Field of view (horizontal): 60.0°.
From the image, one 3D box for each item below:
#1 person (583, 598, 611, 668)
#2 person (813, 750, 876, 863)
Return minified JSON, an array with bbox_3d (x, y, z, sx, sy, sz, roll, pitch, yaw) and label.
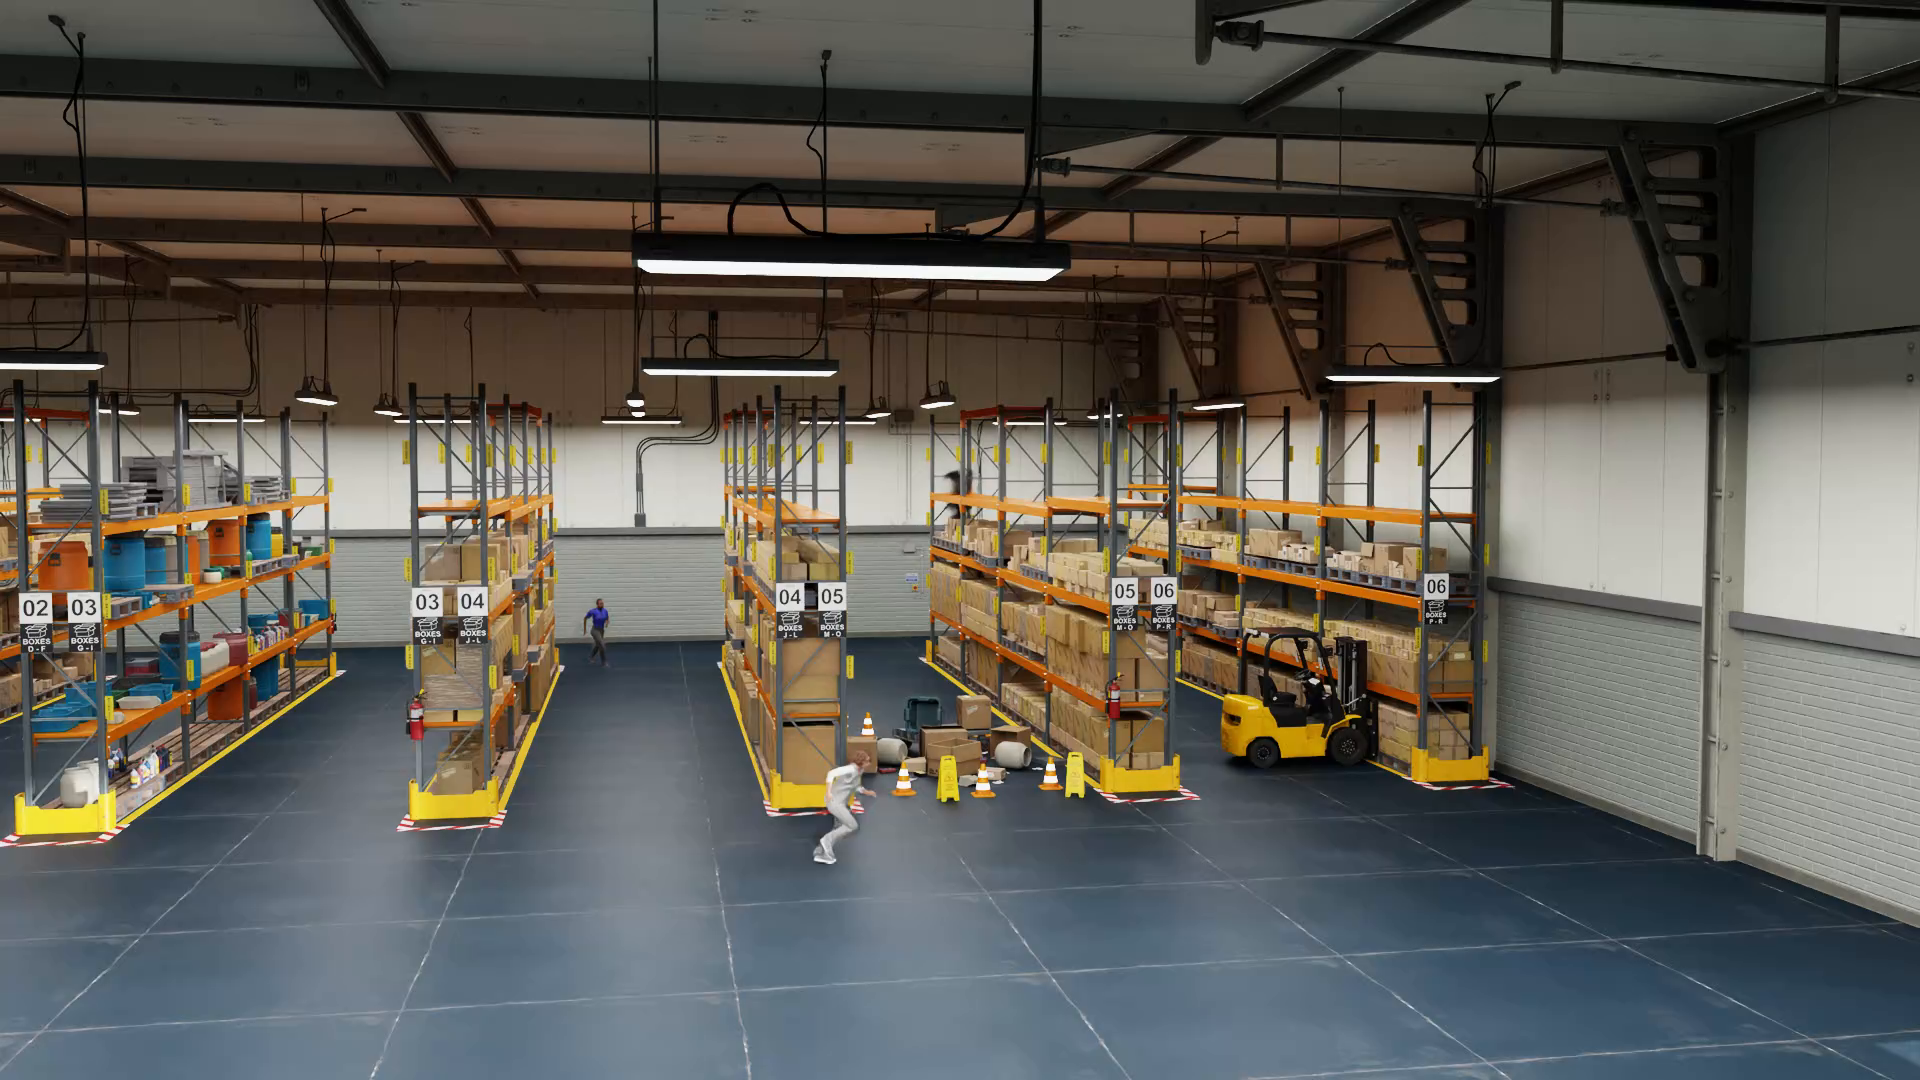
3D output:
[{"bbox_3d":[-8.636,2.196,39.454,0.864,1.653,0.567,2,4,35],"label":"person"},{"bbox_3d":[-1.420,3.260,20.240,0.807,1.428,0.566,1,3,17],"label":"person"}]
